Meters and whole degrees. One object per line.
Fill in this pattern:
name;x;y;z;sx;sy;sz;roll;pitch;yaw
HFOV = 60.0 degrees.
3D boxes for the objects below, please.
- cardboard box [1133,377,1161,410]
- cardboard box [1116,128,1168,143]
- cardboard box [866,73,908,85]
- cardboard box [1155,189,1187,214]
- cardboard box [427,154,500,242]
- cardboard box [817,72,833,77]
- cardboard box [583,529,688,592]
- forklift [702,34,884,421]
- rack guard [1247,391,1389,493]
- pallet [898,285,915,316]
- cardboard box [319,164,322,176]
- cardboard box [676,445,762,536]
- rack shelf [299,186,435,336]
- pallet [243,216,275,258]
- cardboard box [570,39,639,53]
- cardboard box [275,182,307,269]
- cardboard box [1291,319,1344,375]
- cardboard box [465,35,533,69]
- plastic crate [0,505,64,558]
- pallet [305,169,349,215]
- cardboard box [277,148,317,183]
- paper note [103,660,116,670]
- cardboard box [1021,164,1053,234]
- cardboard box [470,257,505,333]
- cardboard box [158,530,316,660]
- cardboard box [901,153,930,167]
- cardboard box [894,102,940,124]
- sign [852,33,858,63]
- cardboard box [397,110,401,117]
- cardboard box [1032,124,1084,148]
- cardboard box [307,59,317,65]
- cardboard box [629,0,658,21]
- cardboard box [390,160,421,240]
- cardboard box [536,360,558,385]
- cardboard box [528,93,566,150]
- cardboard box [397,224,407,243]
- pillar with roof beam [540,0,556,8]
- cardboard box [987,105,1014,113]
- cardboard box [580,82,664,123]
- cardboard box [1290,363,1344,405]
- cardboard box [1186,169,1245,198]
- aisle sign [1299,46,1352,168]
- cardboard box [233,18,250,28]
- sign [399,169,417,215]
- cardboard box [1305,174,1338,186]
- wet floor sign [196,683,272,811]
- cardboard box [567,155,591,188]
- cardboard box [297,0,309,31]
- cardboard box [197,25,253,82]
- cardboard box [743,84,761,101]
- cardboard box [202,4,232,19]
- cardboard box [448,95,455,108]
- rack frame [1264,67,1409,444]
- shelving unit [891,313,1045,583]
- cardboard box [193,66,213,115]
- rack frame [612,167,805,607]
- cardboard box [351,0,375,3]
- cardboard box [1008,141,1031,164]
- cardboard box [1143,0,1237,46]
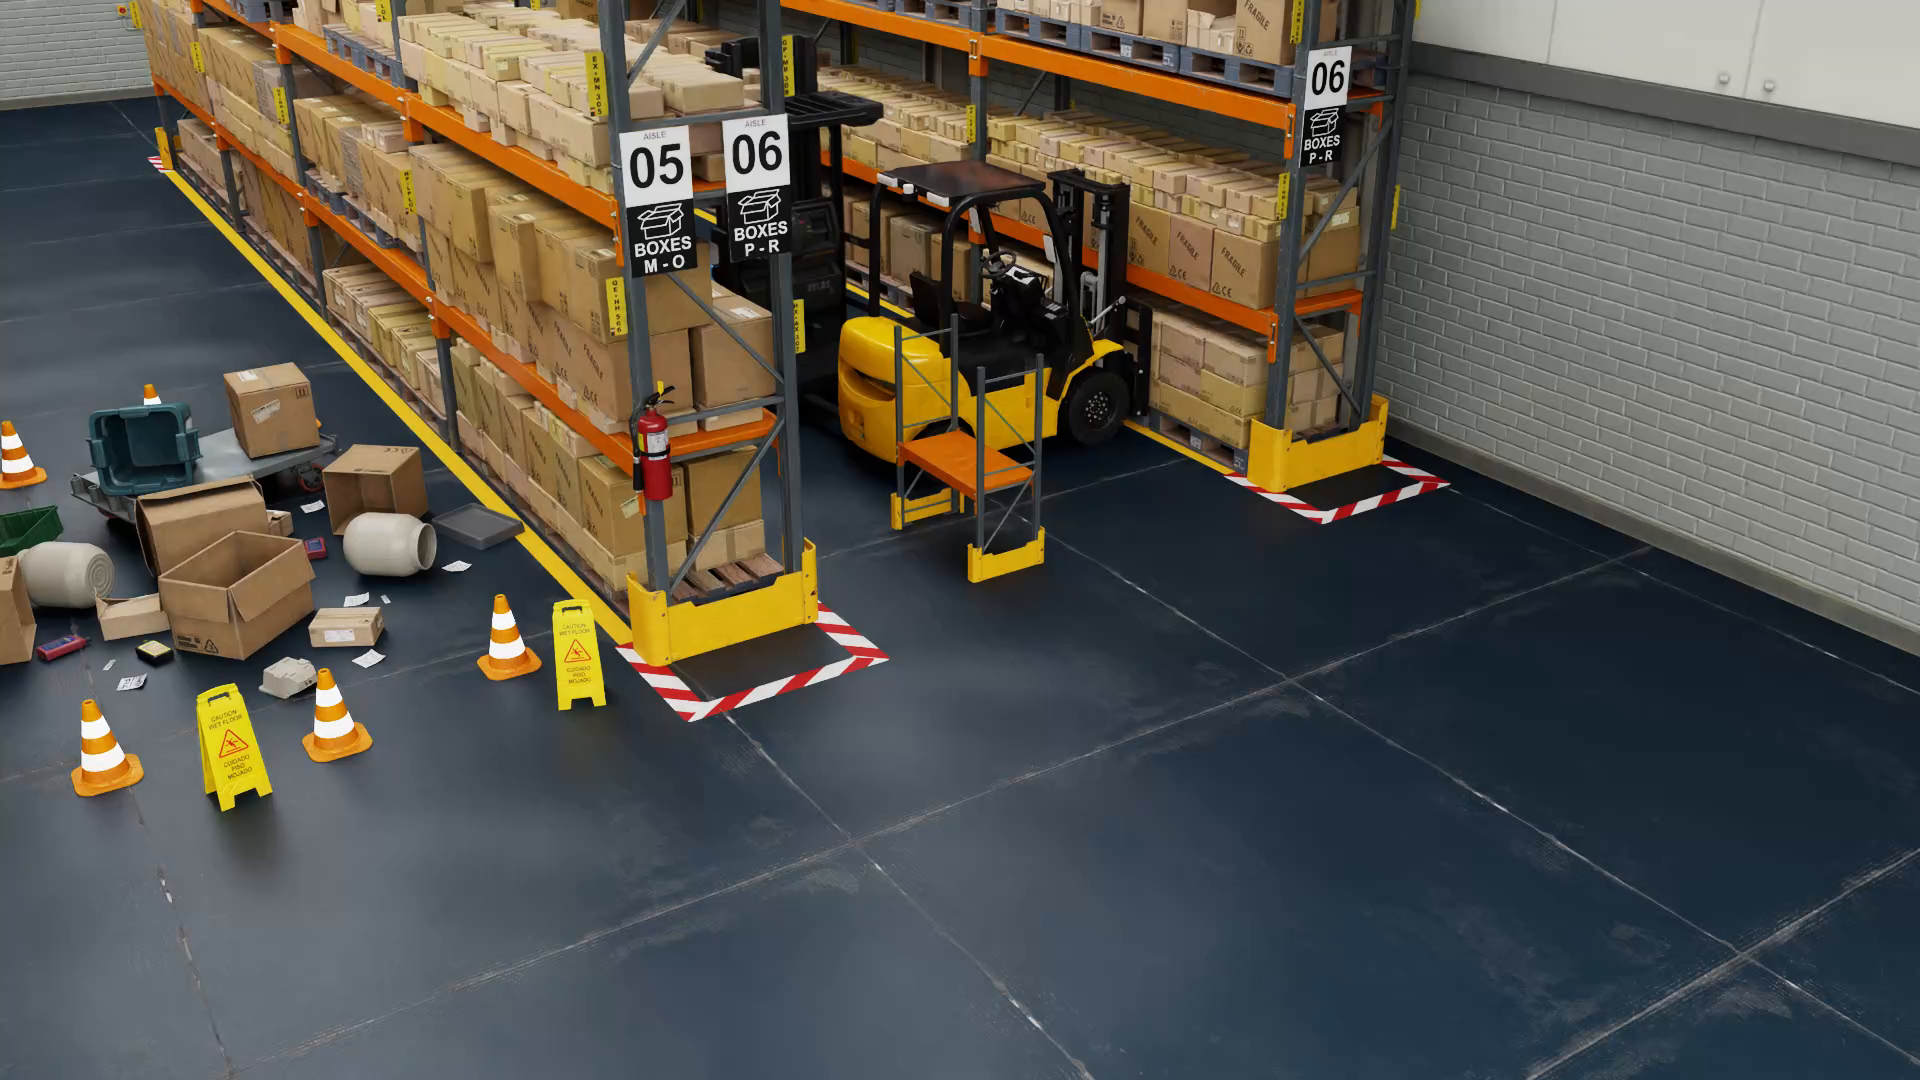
cardboard box;1.683;-1.308;13.698;0.500;0.250;0.500;-15;29;-29
cardboard box;1.549;-3.402;14.181;0.380;0.149;0.250;-16;30;-30
cardboard box;-0.767;-4.791;17.470;0.380;0.149;0.250;-16;30;-31
cardboard box;1.744;-2.670;12.978;0.380;0.149;0.250;-17;30;-31
cardboard box;-3.288;-2.415;11.677;0.700;0.500;0.500;-15;29;-29
cardboard box;-1.560;-4.828;17.549;0.380;0.149;0.250;-15;29;-28
cardboard box;-2.103;0.071;10.778;0.500;0.250;0.500;-16;29;-30
forklift;-1.298;-2.557;13.697;1.130;2.935;3.031;-18;30;-33
rack guard;2.747;-0.767;12.751;1.175;0.500;0.348;-16;29;-30
pallet;0.115;-2.330;16.401;1.003;0.211;1.213;-16;29;-30
cardboard box;-5.643;-3.417;15.239;0.380;0.149;0.250;-18;30;-33
cardboard box;-1.645;-0.395;10.885;0.500;0.500;0.500;-17;30;-31
rack shelf;-4.699;-2.568;14.482;1.077;0.370;4.000;-16;29;-30
pallet;-7.490;-3.520;18.922;1.003;0.211;1.213;-16;29;-30
cardboard box;-2.251;-3.077;10.564;0.380;0.149;0.250;-15;29;-29
cardboard box;-6.581;-3.425;17.450;0.875;0.875;0.875;-15;29;-29
cardboard box;2.630;-1.520;12.977;0.500;0.250;0.500;-16;30;-30
cardboard box;-2.952;-3.140;10.697;0.380;0.149;0.250;-16;30;-30
plastic crate;-6.507;0.014;11.396;0.450;0.188;0.662;-10;25;2
pallet;-5.312;-3.292;15.397;1.213;0.211;1.003;-16;29;-30
cardboard box;-6.284;-3.662;16.131;0.500;0.250;0.500;-17;30;-31
paper note;-5.163;0.758;10.095;0.032;0.001;0.123;-1;25;-3
cardboard box;0.872;-2.980;14.393;0.500;0.500;0.500;-15;29;-29
cardboard box;-3.044;-1.779;11.502;0.500;0.500;0.500;-16;30;-30
cardboard box;-4.503;0.343;10.396;0.637;0.503;0.797;7;26;15
cardboard box;-0.224;-3.566;15.929;0.500;0.250;0.500;-16;29;-30
cardboard box;-0.413;-4.105;16.017;0.380;0.149;0.250;-16;30;-31
sign;-1.170;-5.421;18.326;0.100;0.325;0.005;-16;29;-30
cardboard box;-4.661;-3.753;14.431;0.380;0.149;0.250;-17;30;-32
cardboard box;0.840;-3.465;14.313;0.380;0.149;0.250;-16;30;-31
cardboard box;-6.134;-4.515;16.475;0.500;0.500;0.500;-15;29;-29
cardboard box;-4.407;-7.198;22.396;0.500;0.500;0.500;-16;30;-31
cardboard box;-4.051;-2.660;12.875;0.500;0.500;0.500;-16;30;-31
cardboard box;-2.564;-1.159;10.948;0.380;0.149;0.250;-16;30;-30
cardboard box;-2.191;-2.474;9.754;0.500;0.250;0.500;-16;30;-30
cardboard box;-4.248;-2.473;13.239;0.380;0.149;0.250;-17;30;-31
pillar with roof beam;-10.325;-10.513;23.440;9.100;9.000;0.400;-16;29;-30
cardboard box;0.300;-4.048;15.898;0.380;0.149;0.250;-16;29;-30
cardboard box;-1.855;-2.403;9.136;0.380;0.149;0.250;-15;29;-29
cardboard box;2.651;-1.295;13.085;0.500;0.250;0.500;-15;29;-29
cardboard box;1.962;-2.732;12.762;0.380;0.149;0.250;-15;29;-29
aisle sign;2.523;-2.989;11.486;0.394;0.787;0.004;-16;29;-30
cardboard box;-8.031;-5.764;19.120;0.500;0.500;0.500;-15;29;-29
sign;-4.070;-2.571;12.289;0.100;0.325;0.005;-16;29;-30
cardboard box;2.636;-2.658;12.605;0.380;0.149;0.250;-14;29;-28
wet floor sign;-3.841;1.056;8.720;0.267;0.644;0.232;-22;33;-38
cardboard box;-2.016;-2.134;9.500;0.380;0.149;0.250;-15;29;-29
cardboard box;-5.622;-4.661;14.716;0.396;0.266;0.258;-16;29;-30
cardboard box;-7.975;-5.313;18.164;0.500;0.500;0.500;-15;29;-29
cardboard box;-2.314;-4.989;18.569;0.380;0.149;0.250;-15;29;-29
cardboard box;-8.462;-5.986;18.831;0.380;0.149;0.250;-15;29;-28
cardboard box;-3.318;-3.083;11.510;0.380;0.149;0.250;-16;29;-30
rack frame;2.734;-1.906;12.236;1.000;3.000;0.127;-16;29;-30
shelving unit;0.042;-0.651;11.334;0.587;1.500;1.083;-16;29;-30
cardboard box;-8.441;-5.191;19.078;0.500;0.500;0.500;-15;29;-29
rack frame;-1.423;-0.748;9.783;1.000;3.000;0.127;-16;29;-30
cardboard box;-4.606;-4.420;13.147;0.500;0.250;0.500;-15;29;-29
cardboard box;0.646;-3.407;14.540;0.380;0.149;0.250;-15;29;-28
cardboard box;1.812;-4.034;12.503;0.700;0.500;0.500;-15;29;-29
